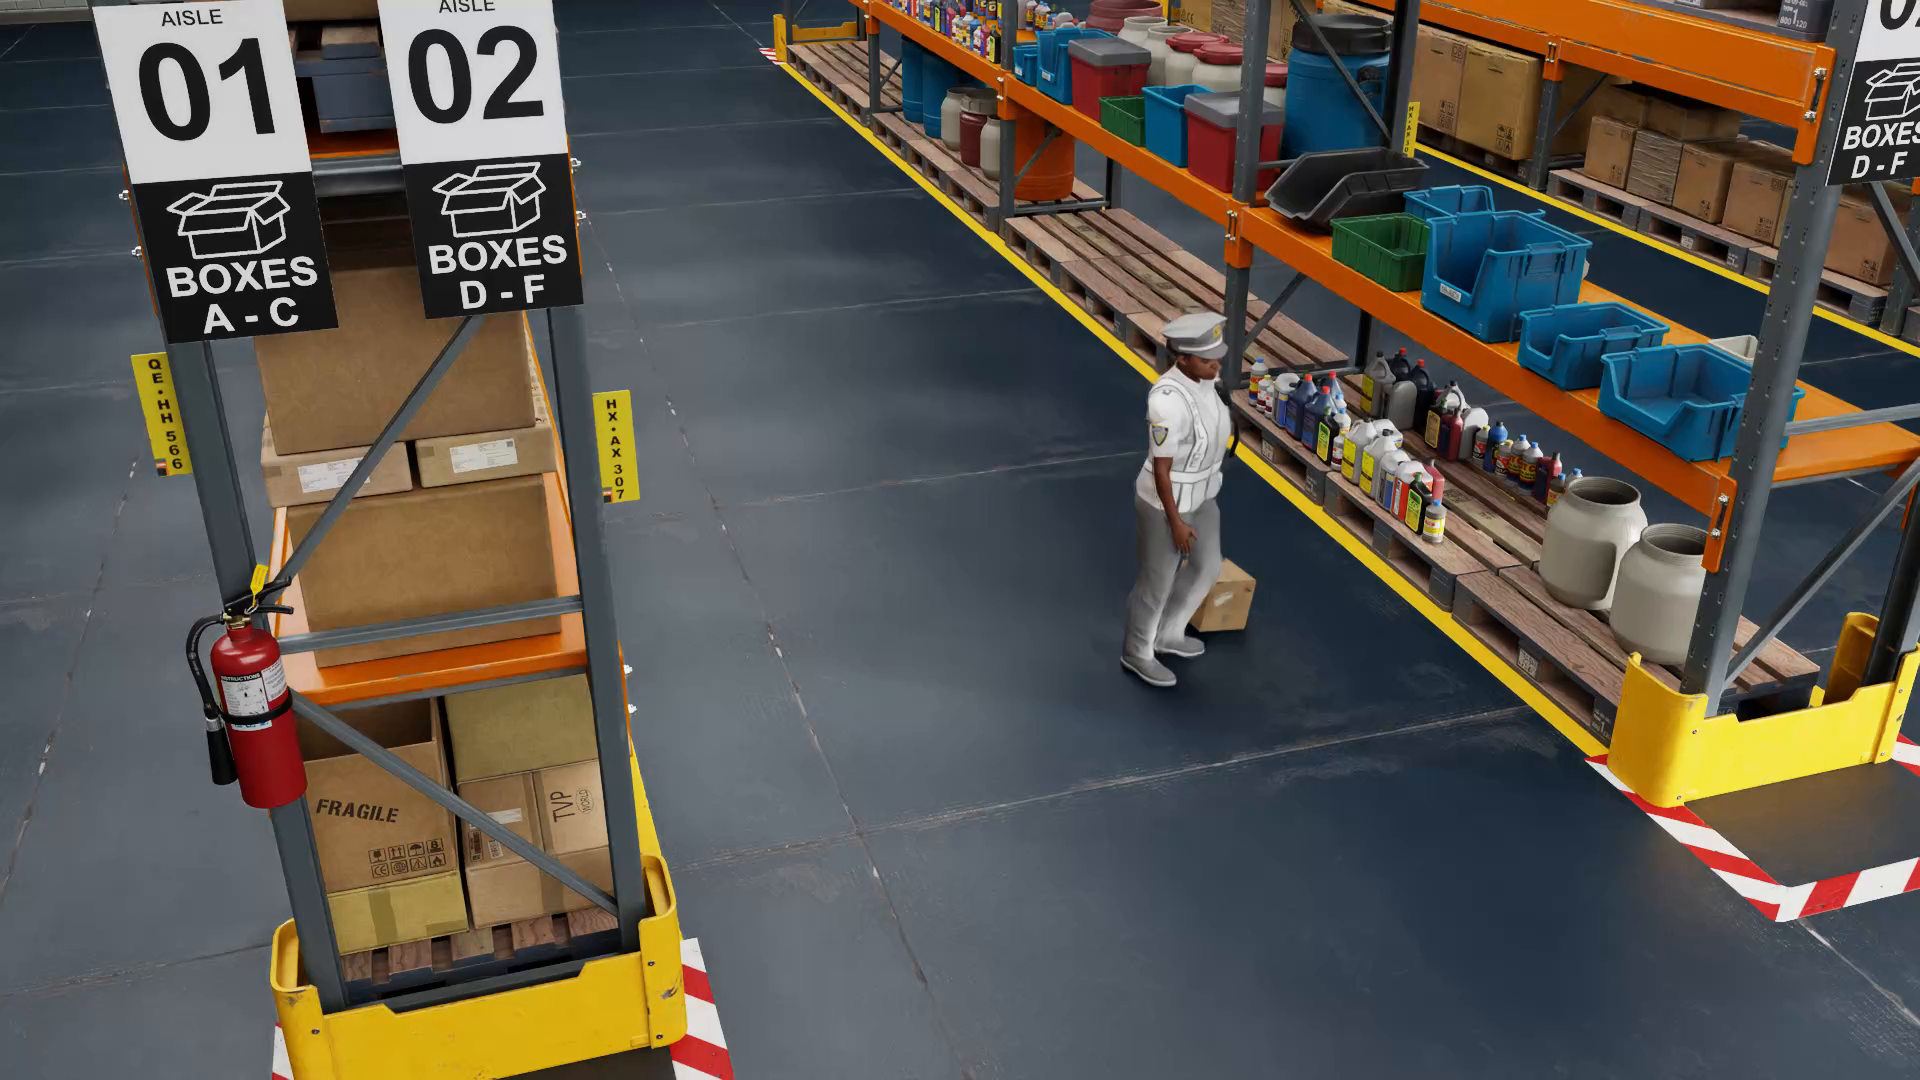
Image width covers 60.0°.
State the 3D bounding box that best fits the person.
[{"bbox_3d":[0.926,-0.169,6.952,0.389,1.671,0.523,19,32,33],"label":"person"}]
